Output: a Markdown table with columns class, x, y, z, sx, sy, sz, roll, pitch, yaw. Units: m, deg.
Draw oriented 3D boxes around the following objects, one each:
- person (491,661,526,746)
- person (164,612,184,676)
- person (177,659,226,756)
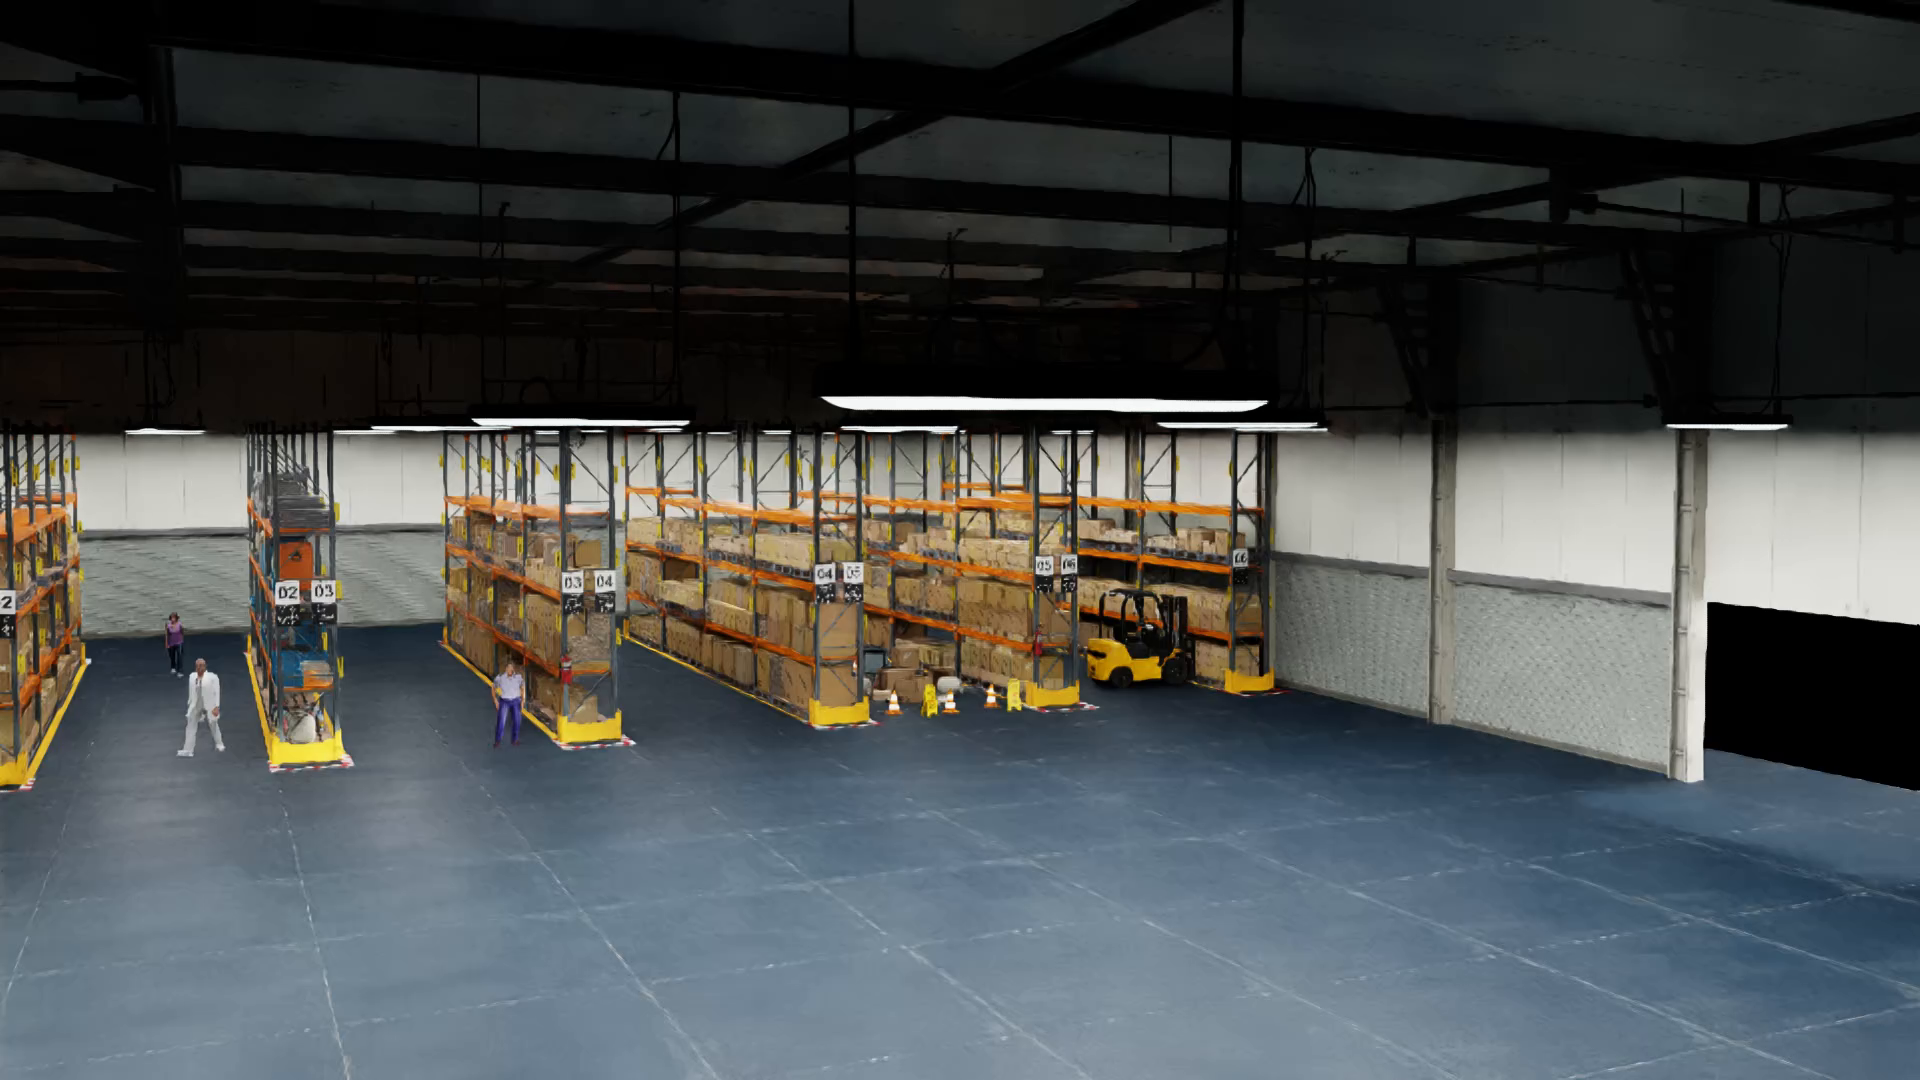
| class | x | y | z | sx | sy | sz | roll | pitch | yaw |
| --- | --- | --- | --- | --- | --- | --- | --- | --- | --- |
| person | -8.331 | 3.014 | 30.695 | 0.625 | 1.596 | 0.517 | -2 | 4 | -26 |
| person | -18.756 | 2.469 | 39.692 | 0.417 | 1.517 | 1.037 | -1 | 4 | -22 |
| person | -13.604 | 2.986 | 29.851 | 0.603 | 1.733 | 1.016 | 0 | 4 | -1 |
